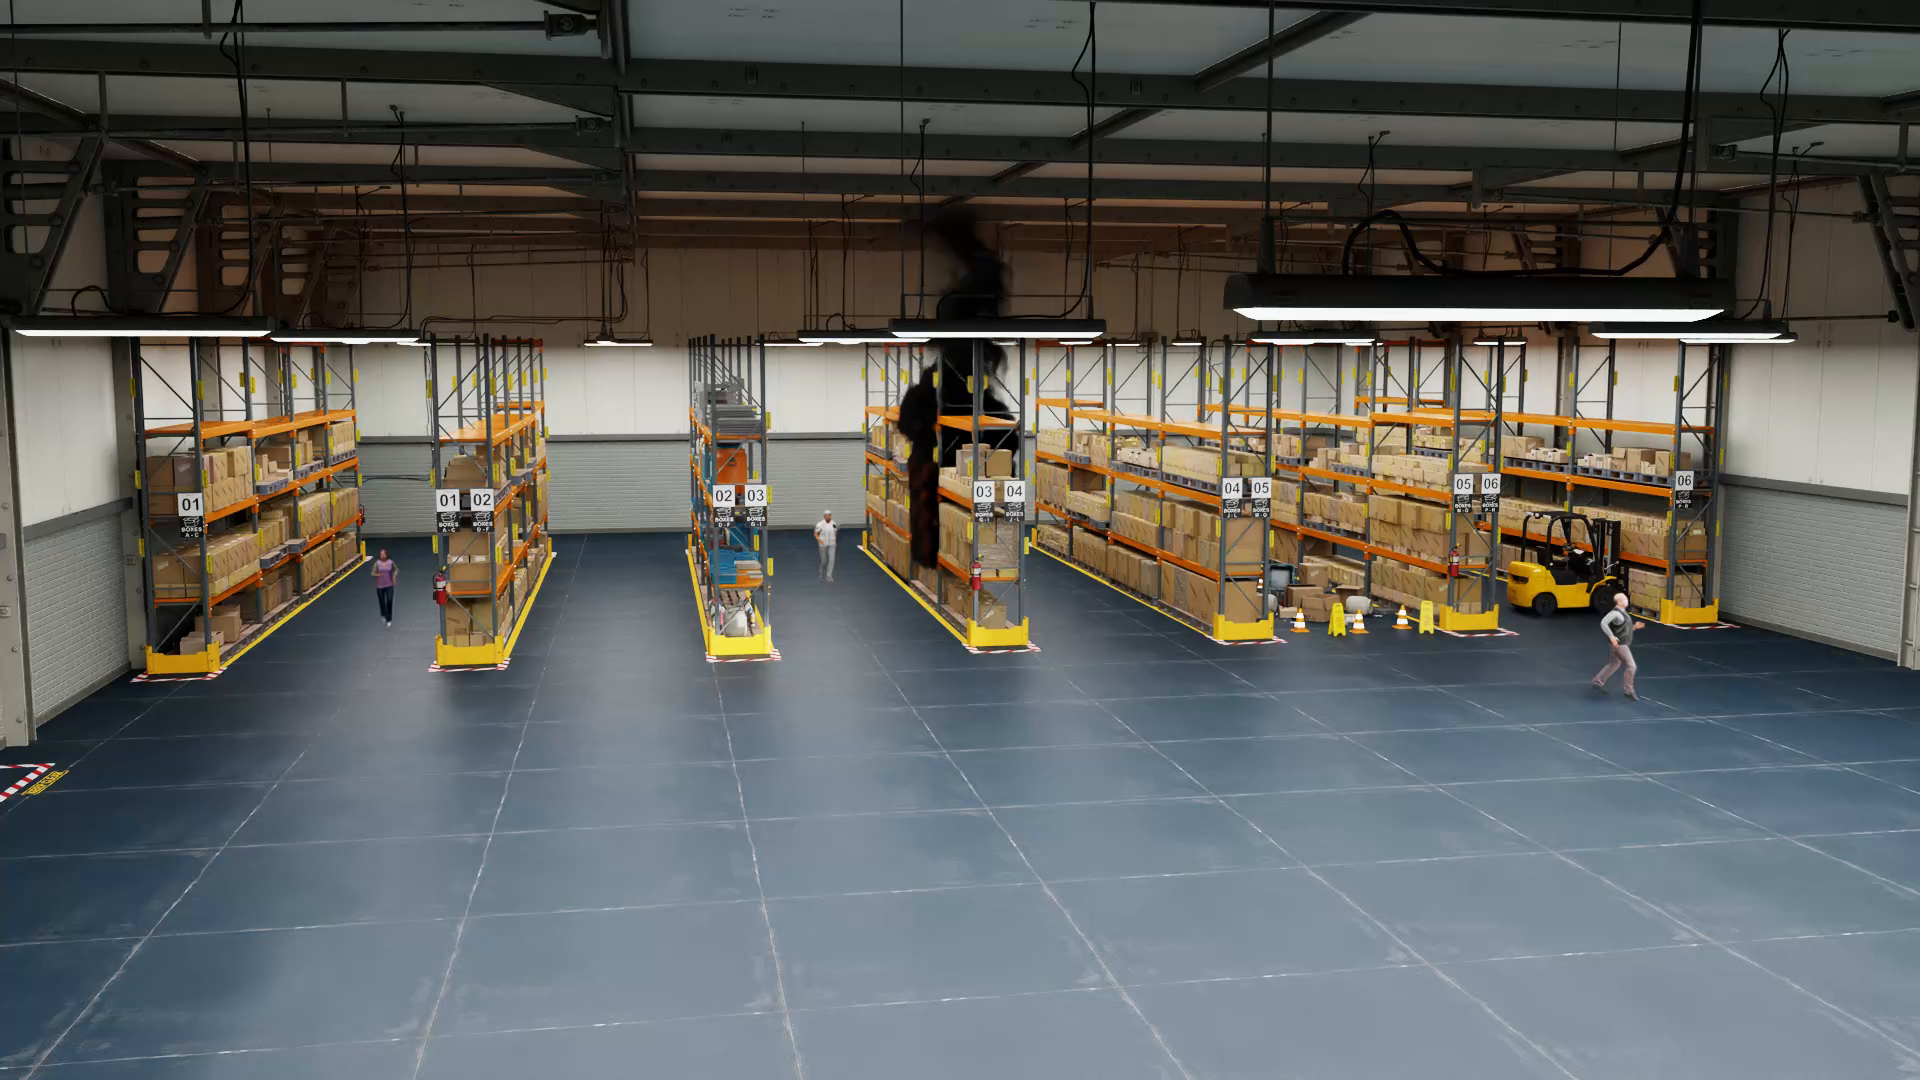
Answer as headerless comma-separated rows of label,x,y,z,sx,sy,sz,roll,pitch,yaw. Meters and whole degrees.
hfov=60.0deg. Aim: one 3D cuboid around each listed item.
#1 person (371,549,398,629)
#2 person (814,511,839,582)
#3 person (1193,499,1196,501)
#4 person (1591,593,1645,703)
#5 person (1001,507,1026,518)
person,-11.843,0.987,34.245,0.532,1.612,0.799,-2,7,-19
person,-3.138,0.135,39.285,0.612,1.665,0.621,-2,7,-19
person,7.267,-0.955,51.000,0.936,1.611,0.621,3,7,25
person,10.768,1.752,27.199,0.801,1.777,0.635,3,7,28
person,1.465,-0.371,45.502,0.677,1.825,0.797,-1,7,-12
